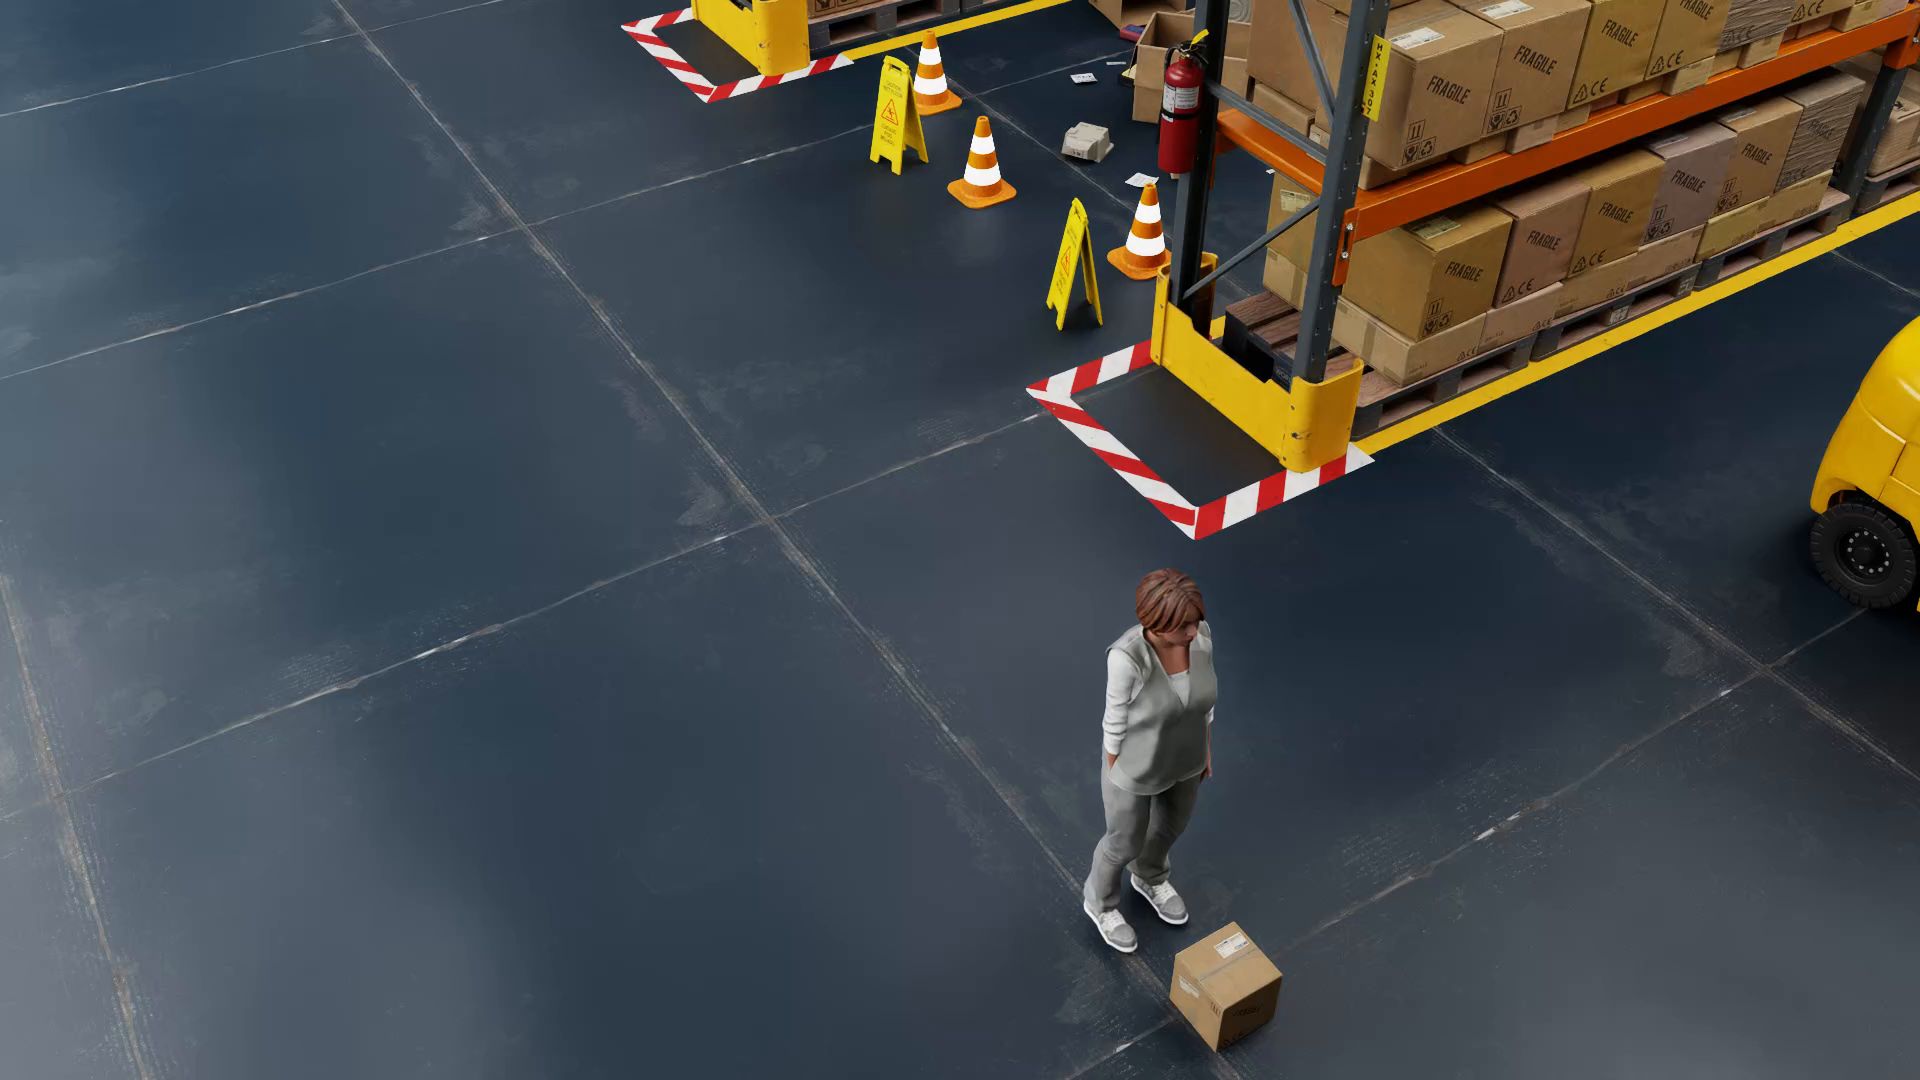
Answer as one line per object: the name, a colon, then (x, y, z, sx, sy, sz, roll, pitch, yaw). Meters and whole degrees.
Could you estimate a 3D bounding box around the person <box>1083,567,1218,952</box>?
person: (0.633, 0.710, 5.362, 0.406, 1.598, 0.303, -22, 46, -23)
